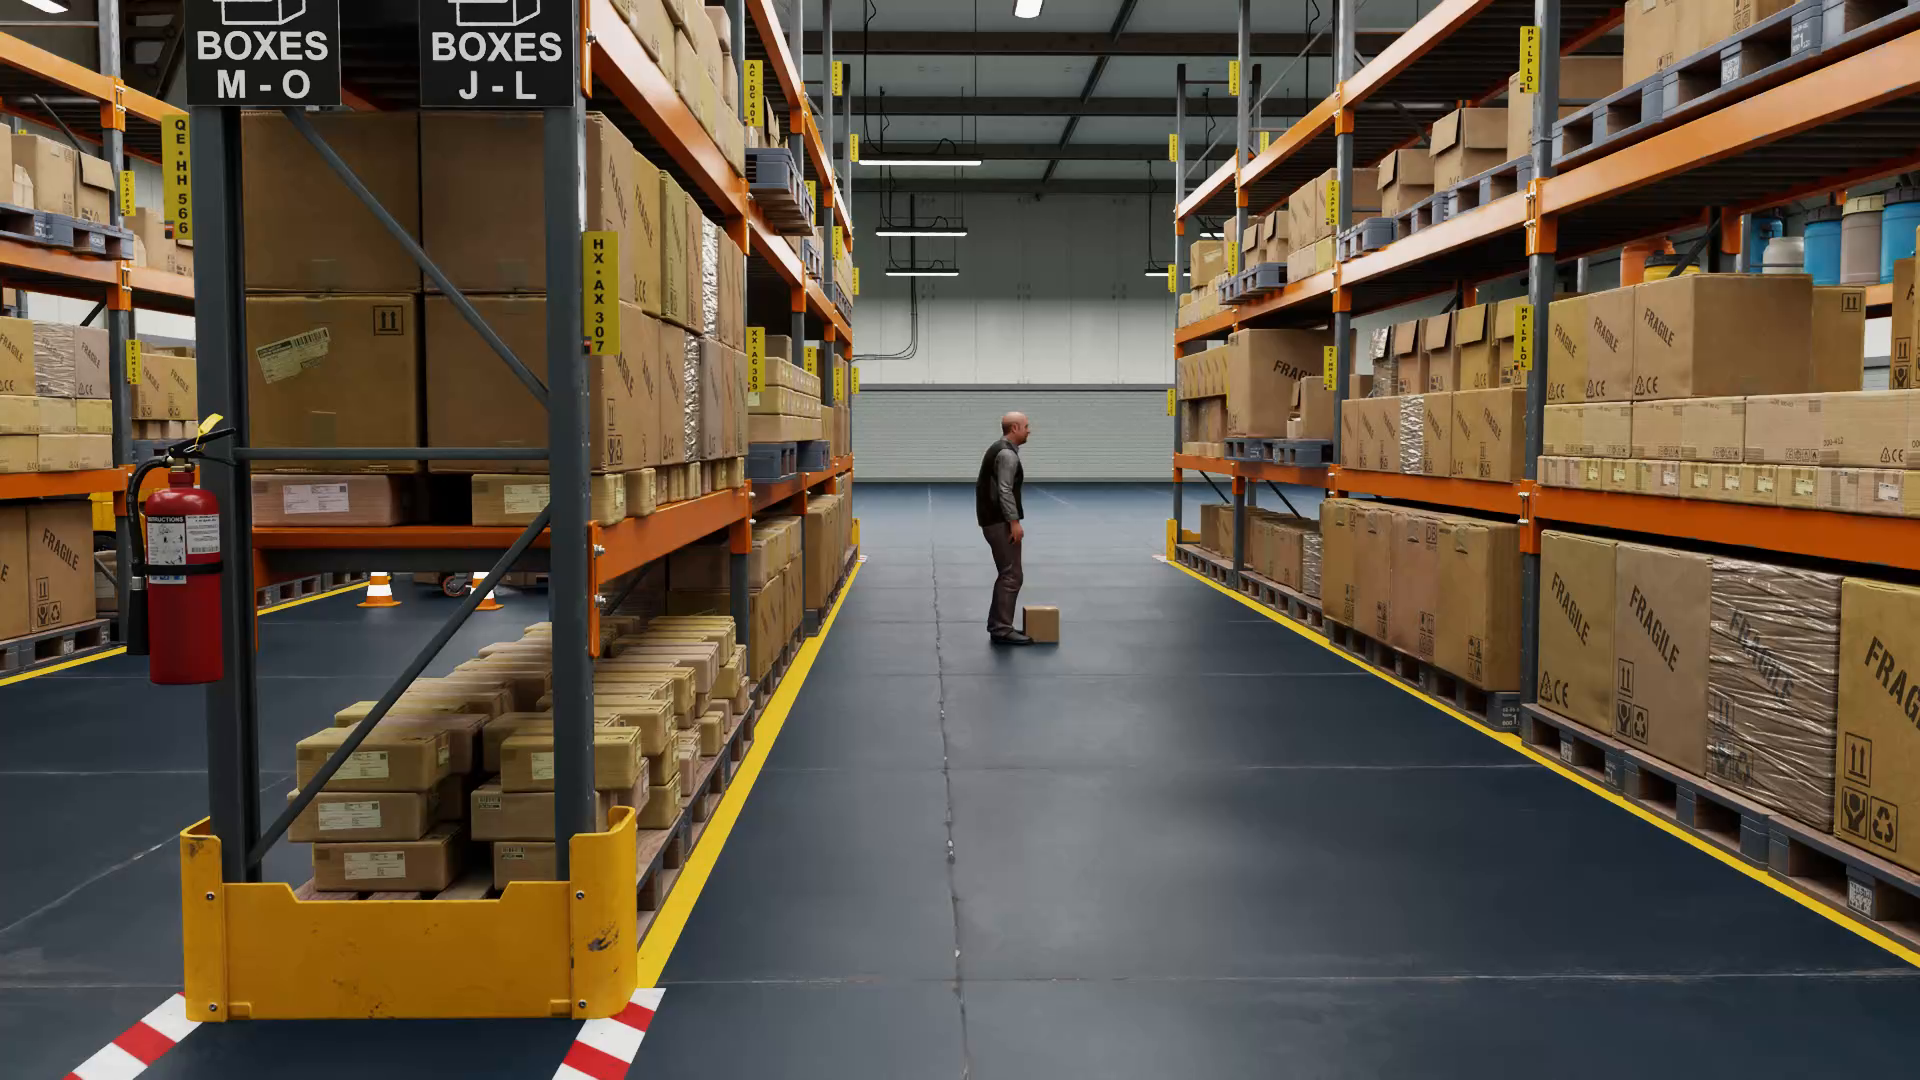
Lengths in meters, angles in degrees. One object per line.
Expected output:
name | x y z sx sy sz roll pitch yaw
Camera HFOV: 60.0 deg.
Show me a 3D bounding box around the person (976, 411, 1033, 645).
person | 0.327 -0.101 12.457 0.410 1.721 0.589 0 4 -3
